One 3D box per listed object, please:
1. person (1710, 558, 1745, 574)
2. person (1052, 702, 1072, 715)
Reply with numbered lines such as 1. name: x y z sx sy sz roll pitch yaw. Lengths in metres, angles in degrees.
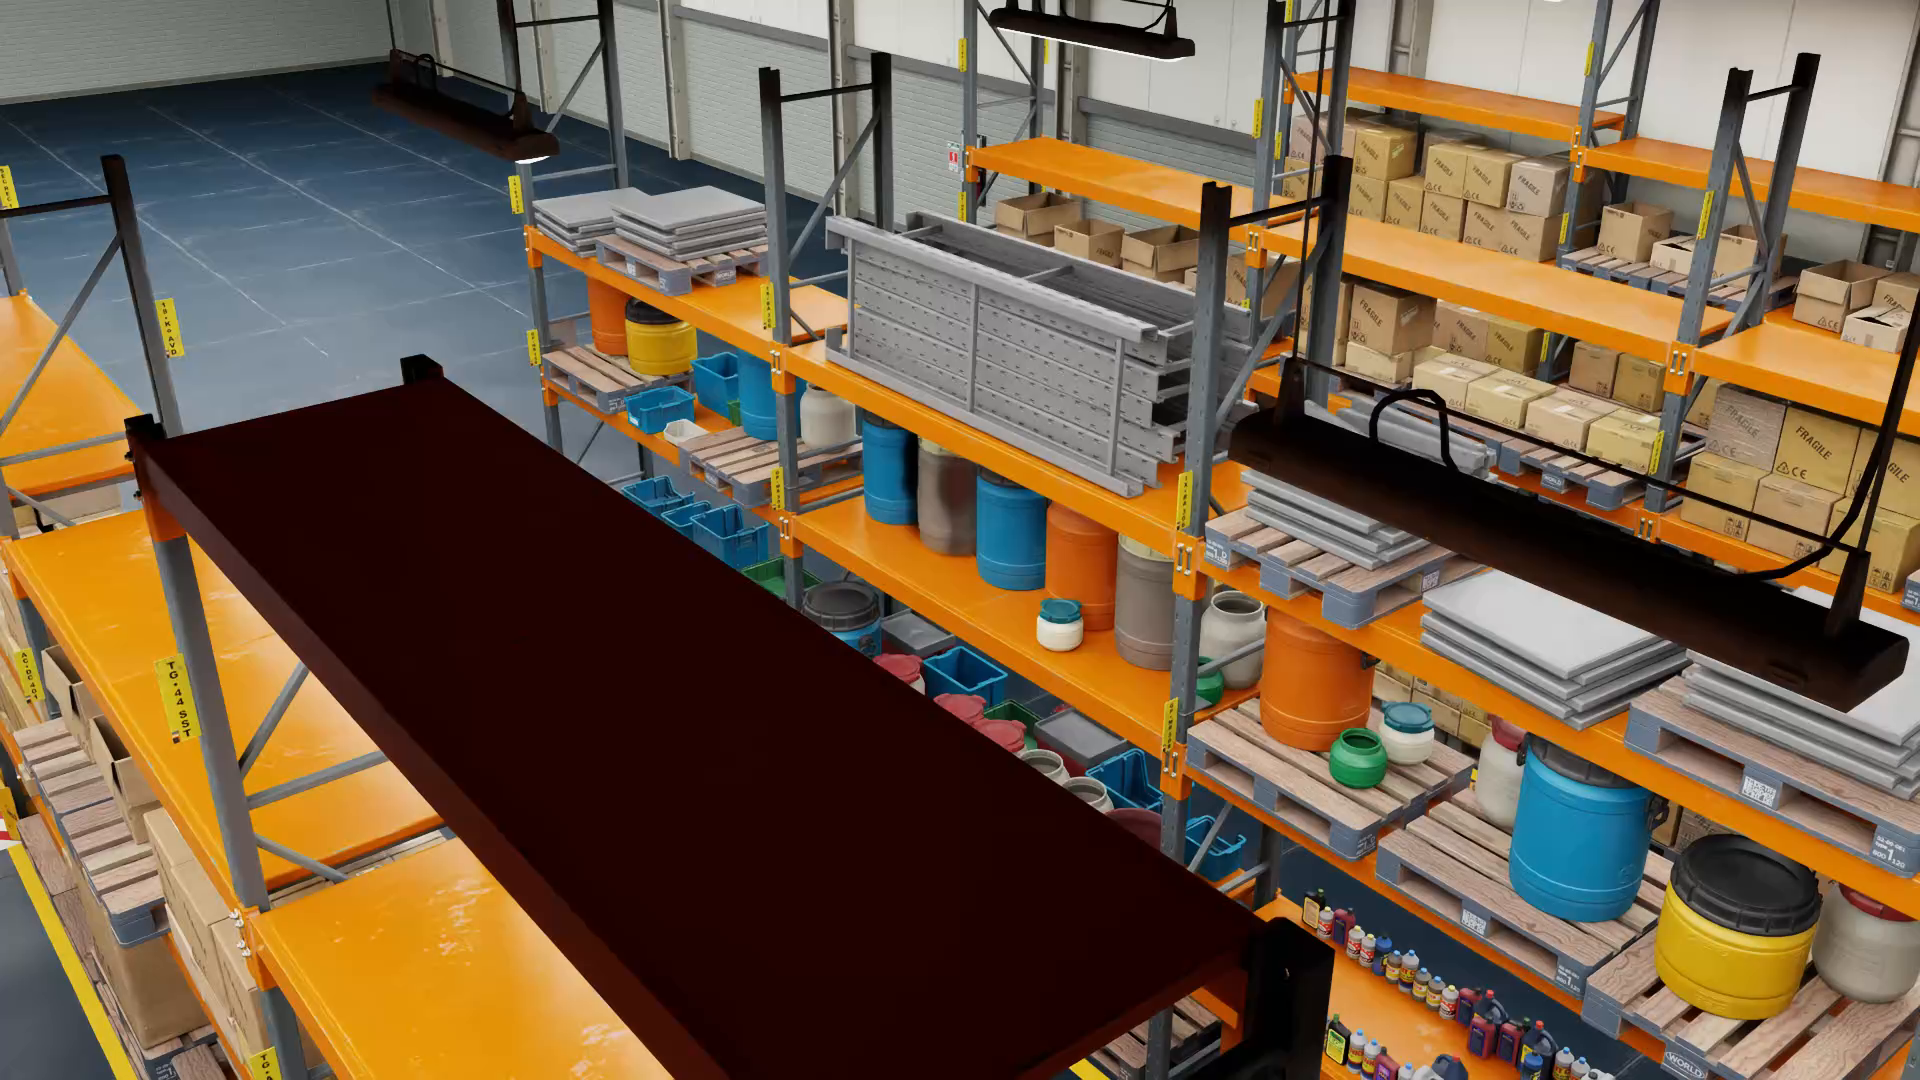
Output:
1. person: 7.200 0.337 15.688 0.964 1.646 0.425 23 34 39
2. person: 0.778 1.652 12.984 0.583 1.675 0.637 -21 33 -36
